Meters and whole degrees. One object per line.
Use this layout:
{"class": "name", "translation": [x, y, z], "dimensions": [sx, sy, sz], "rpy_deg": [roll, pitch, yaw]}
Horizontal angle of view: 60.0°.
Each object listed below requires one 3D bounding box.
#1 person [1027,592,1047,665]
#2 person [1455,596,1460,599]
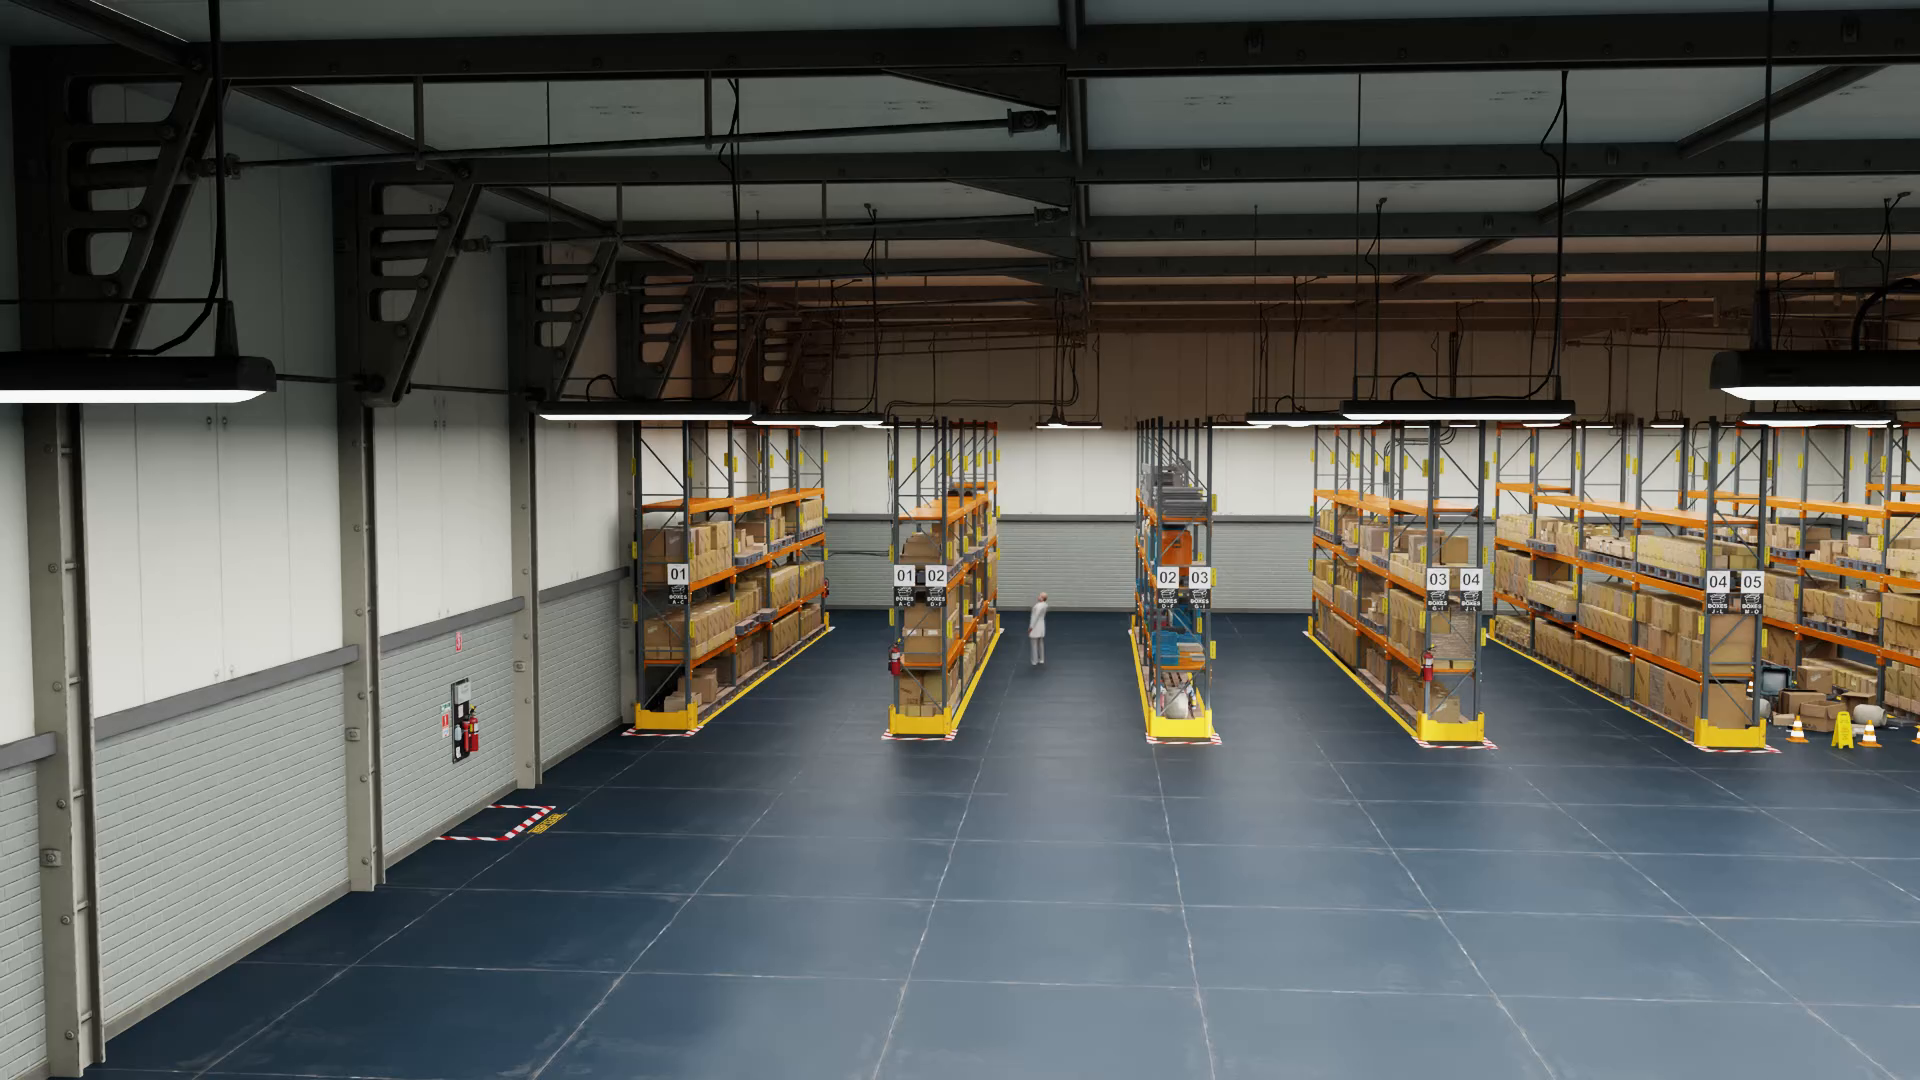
{"class": "person", "translation": [1.847, 2.155, 40.516], "dimensions": [0.534, 1.770, 0.607], "rpy_deg": [3, 5, 36]}
{"class": "person", "translation": [14.681, 1.664, 48.507], "dimensions": [0.548, 1.717, 1.124], "rpy_deg": [1, 4, 20]}
